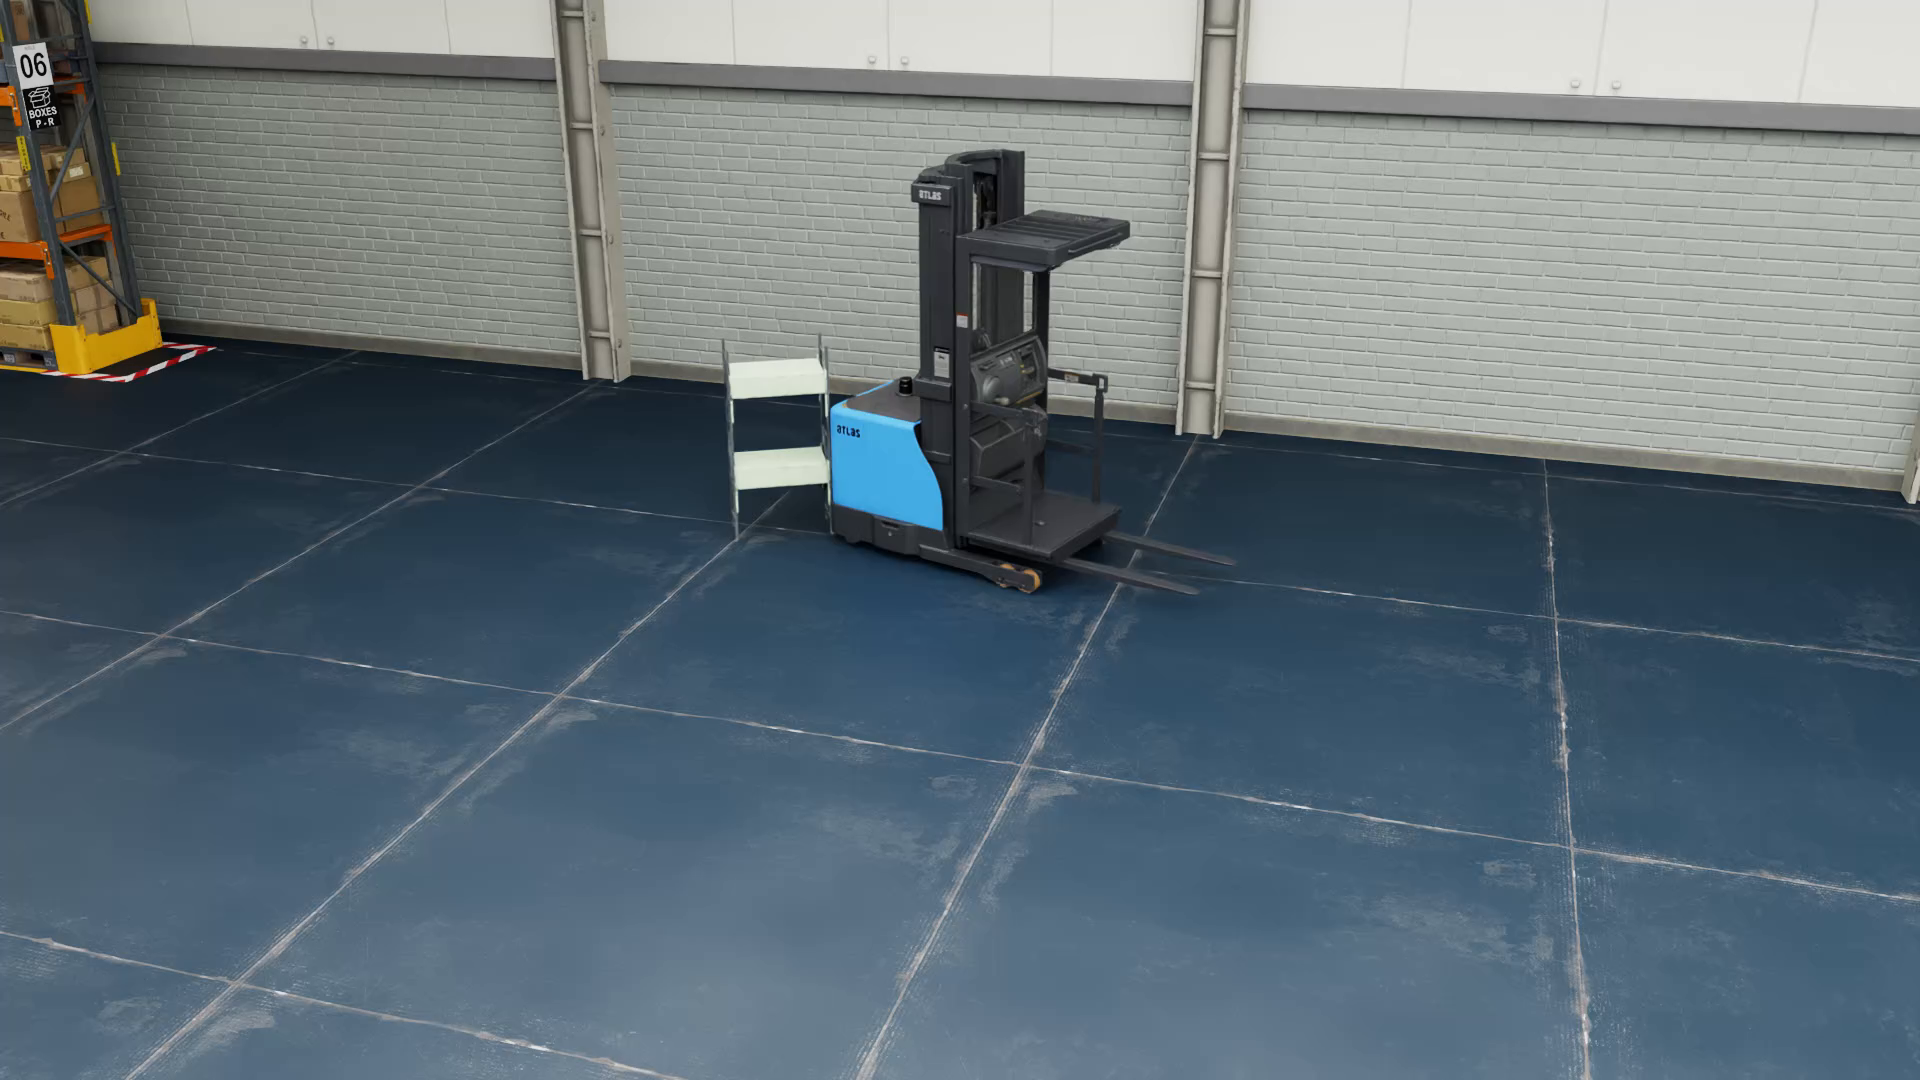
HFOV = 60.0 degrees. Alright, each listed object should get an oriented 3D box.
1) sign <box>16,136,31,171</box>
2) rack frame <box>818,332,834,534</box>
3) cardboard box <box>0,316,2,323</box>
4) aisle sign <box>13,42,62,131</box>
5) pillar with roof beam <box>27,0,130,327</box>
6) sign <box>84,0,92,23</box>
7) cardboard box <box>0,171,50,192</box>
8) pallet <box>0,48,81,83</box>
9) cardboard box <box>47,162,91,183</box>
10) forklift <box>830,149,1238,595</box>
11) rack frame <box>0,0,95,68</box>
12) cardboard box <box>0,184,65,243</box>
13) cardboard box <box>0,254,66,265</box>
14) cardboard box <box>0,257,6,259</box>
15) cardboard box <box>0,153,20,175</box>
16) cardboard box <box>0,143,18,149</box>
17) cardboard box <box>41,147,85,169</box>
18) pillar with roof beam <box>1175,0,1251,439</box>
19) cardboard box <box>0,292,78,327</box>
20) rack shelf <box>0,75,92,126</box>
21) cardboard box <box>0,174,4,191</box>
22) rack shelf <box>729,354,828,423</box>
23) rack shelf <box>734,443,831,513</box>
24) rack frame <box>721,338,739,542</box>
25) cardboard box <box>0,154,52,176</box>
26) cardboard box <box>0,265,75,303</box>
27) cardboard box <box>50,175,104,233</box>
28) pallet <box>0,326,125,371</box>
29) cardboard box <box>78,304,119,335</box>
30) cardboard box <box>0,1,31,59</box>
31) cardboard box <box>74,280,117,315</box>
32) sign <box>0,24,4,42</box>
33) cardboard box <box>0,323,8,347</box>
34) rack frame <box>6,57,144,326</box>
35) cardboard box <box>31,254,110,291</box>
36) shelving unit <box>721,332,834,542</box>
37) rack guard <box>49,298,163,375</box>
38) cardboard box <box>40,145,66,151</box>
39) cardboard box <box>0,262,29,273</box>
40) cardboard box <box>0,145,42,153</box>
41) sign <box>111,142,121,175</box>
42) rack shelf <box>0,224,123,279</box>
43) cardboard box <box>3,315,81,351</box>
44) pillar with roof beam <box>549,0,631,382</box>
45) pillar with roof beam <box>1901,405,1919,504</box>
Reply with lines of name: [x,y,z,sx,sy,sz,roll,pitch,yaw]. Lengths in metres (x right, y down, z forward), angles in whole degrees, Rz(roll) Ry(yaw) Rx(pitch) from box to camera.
sign: [-9.064,-3.742,16.102,0.005,0.325,0.100,7,23,16]
rack frame: [-1.031,-0.815,12.780,0.023,1.500,0.400,-5,23,-11]
cardboard box: [-9.928,-2.444,17.187,0.500,0.250,0.500,6,23,15]
aisle sign: [-8.916,-4.381,16.072,0.004,0.787,0.394,7,23,16]
pillar with roof beam: [-10.544,-4.907,12.876,0.400,9.000,9.100,7,23,16]
sign: [-8.728,-5.322,16.583,0.005,0.325,0.100,7,23,16]
cardboard box: [-9.307,-3.575,16.546,0.250,0.149,0.380,7,23,16]
pallet: [-9.564,-4.726,16.503,1.213,0.211,1.003,7,23,16]
cardboard box: [-9.144,-3.770,17.022,0.250,0.149,0.380,6,23,14]
forklift: [0.528,-1.204,11.842,3.031,2.935,1.130,14,26,31]
rack frame: [-8.894,-6.068,15.705,0.127,3.000,1.000,7,23,16]
cardboard box: [-9.441,-3.297,16.723,0.500,0.500,0.500,6,23,14]
cardboard box: [-9.779,-2.852,17.522,0.500,0.250,0.500,7,23,16]
cardboard box: [-10.255,-2.910,17.665,0.500,0.250,0.500,6,23,15]
cardboard box: [-9.543,-3.754,16.592,0.250,0.149,0.380,7,23,16]
cardboard box: [-9.884,-3.988,17.161,0.250,0.149,0.380,7,23,16]
cardboard box: [-9.154,-3.890,16.924,0.250,0.149,0.380,6,23,14]
pillar with roof beam: [0.944,-3.592,9.669,0.400,9.000,9.100,7,23,16]
cardboard box: [-9.451,-2.385,17.044,0.500,0.250,0.500,6,23,15]
rack shelf: [-10.809,-4.566,16.945,4.000,0.370,1.077,7,23,16]
cardboard box: [-9.560,-3.592,16.588,0.250,0.149,0.380,7,23,16]
rack shelf: [-1.389,-1.146,12.560,0.720,0.370,0.431,-5,23,-11]
rack shelf: [-1.389,-0.484,12.832,0.720,0.370,0.431,-5,23,-11]
rack frame: [-1.747,-0.756,12.637,0.023,1.500,0.400,-5,23,-11]
cardboard box: [-9.298,-3.739,16.554,0.250,0.149,0.380,7,23,16]
cardboard box: [-9.425,-2.614,16.942,0.500,0.250,0.500,7,23,17]
cardboard box: [-9.288,-3.494,17.203,0.500,0.500,0.500,7,23,17]
pallet: [-9.638,-2.071,17.540,1.213,0.211,1.003,7,23,16]
cardboard box: [-9.308,-2.339,17.590,0.500,0.250,0.500,7,23,16]
cardboard box: [-9.388,-4.927,16.059,0.500,0.500,0.500,7,23,17]
cardboard box: [-9.284,-2.573,17.500,0.500,0.250,0.500,7,23,16]
sign: [-9.064,-4.857,15.644,0.005,0.325,0.100,7,23,16]
cardboard box: [-9.909,-2.209,17.272,0.500,0.250,0.500,7,23,15]
rack frame: [-8.894,-3.292,16.843,0.127,3.000,1.000,7,23,16]
cardboard box: [-9.300,-2.798,17.392,0.500,0.250,0.500,6,23,15]
shelving unit: [-1.389,-0.785,12.708,0.755,1.500,0.431,-5,23,-11]
rack guard: [-8.871,-2.133,17.311,0.348,0.500,1.175,7,23,16]
cardboard box: [-9.391,-3.942,17.050,0.250,0.149,0.380,7,23,17]
cardboard box: [-9.916,-2.668,17.074,0.500,0.250,0.500,7,23,16]
cardboard box: [-9.652,-3.955,17.081,0.250,0.149,0.380,7,23,17]
sign: [-8.728,-3.930,17.154,0.005,0.325,0.100,7,23,16]
rack shelf: [-10.809,-3.178,17.514,4.000,0.370,1.077,7,23,16]
cardboard box: [-9.435,-2.151,17.131,0.500,0.250,0.500,7,23,16]
pillar with roof beam: [-4.800,-4.250,11.272,0.400,9.000,9.100,7,23,16]
pillar with roof beam: [6.689,-2.934,8.065,0.400,9.000,9.100,7,23,16]
